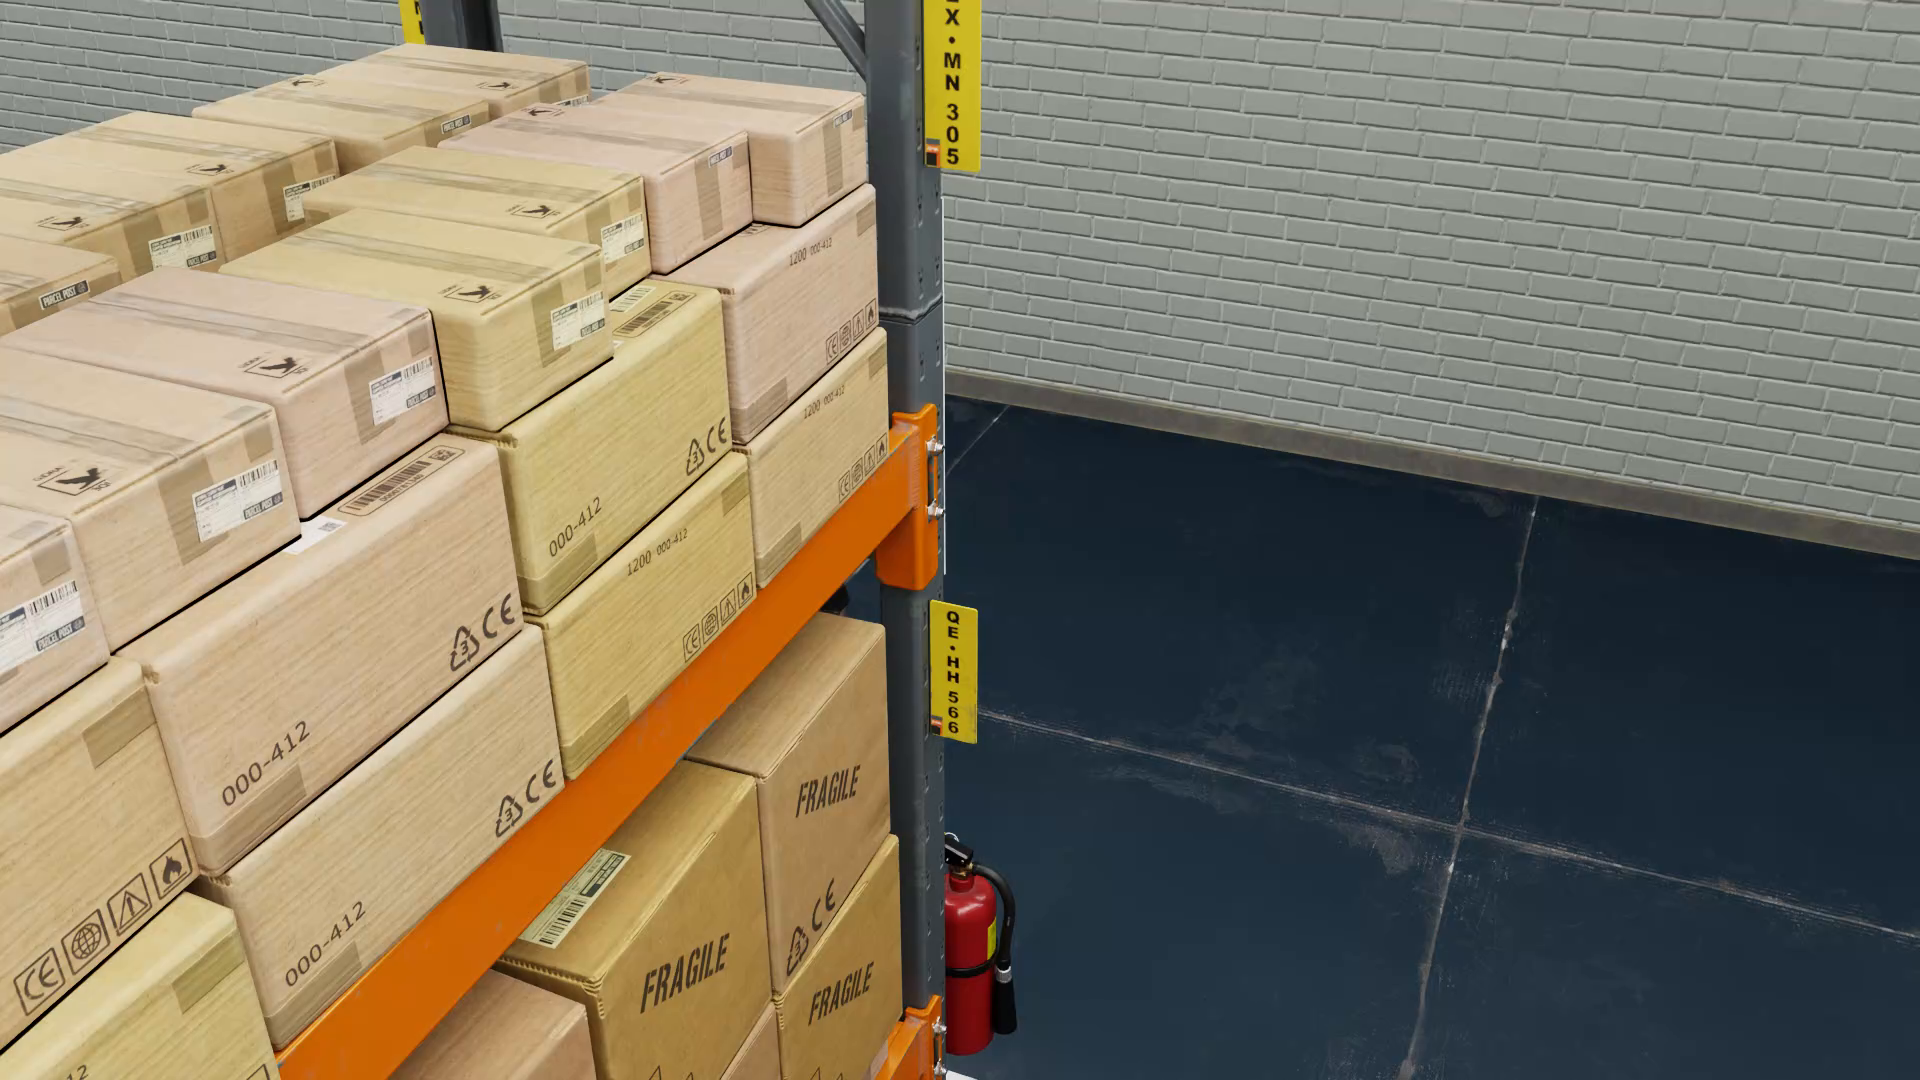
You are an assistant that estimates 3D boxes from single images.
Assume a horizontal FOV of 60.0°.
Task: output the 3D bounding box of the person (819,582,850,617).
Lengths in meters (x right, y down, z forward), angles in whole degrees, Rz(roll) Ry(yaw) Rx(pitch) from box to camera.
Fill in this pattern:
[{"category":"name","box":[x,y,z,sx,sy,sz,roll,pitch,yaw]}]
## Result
[{"category":"person","box":[-0.912,0.353,6.818,0.908,0.951,0.514,10,31,18]}]
